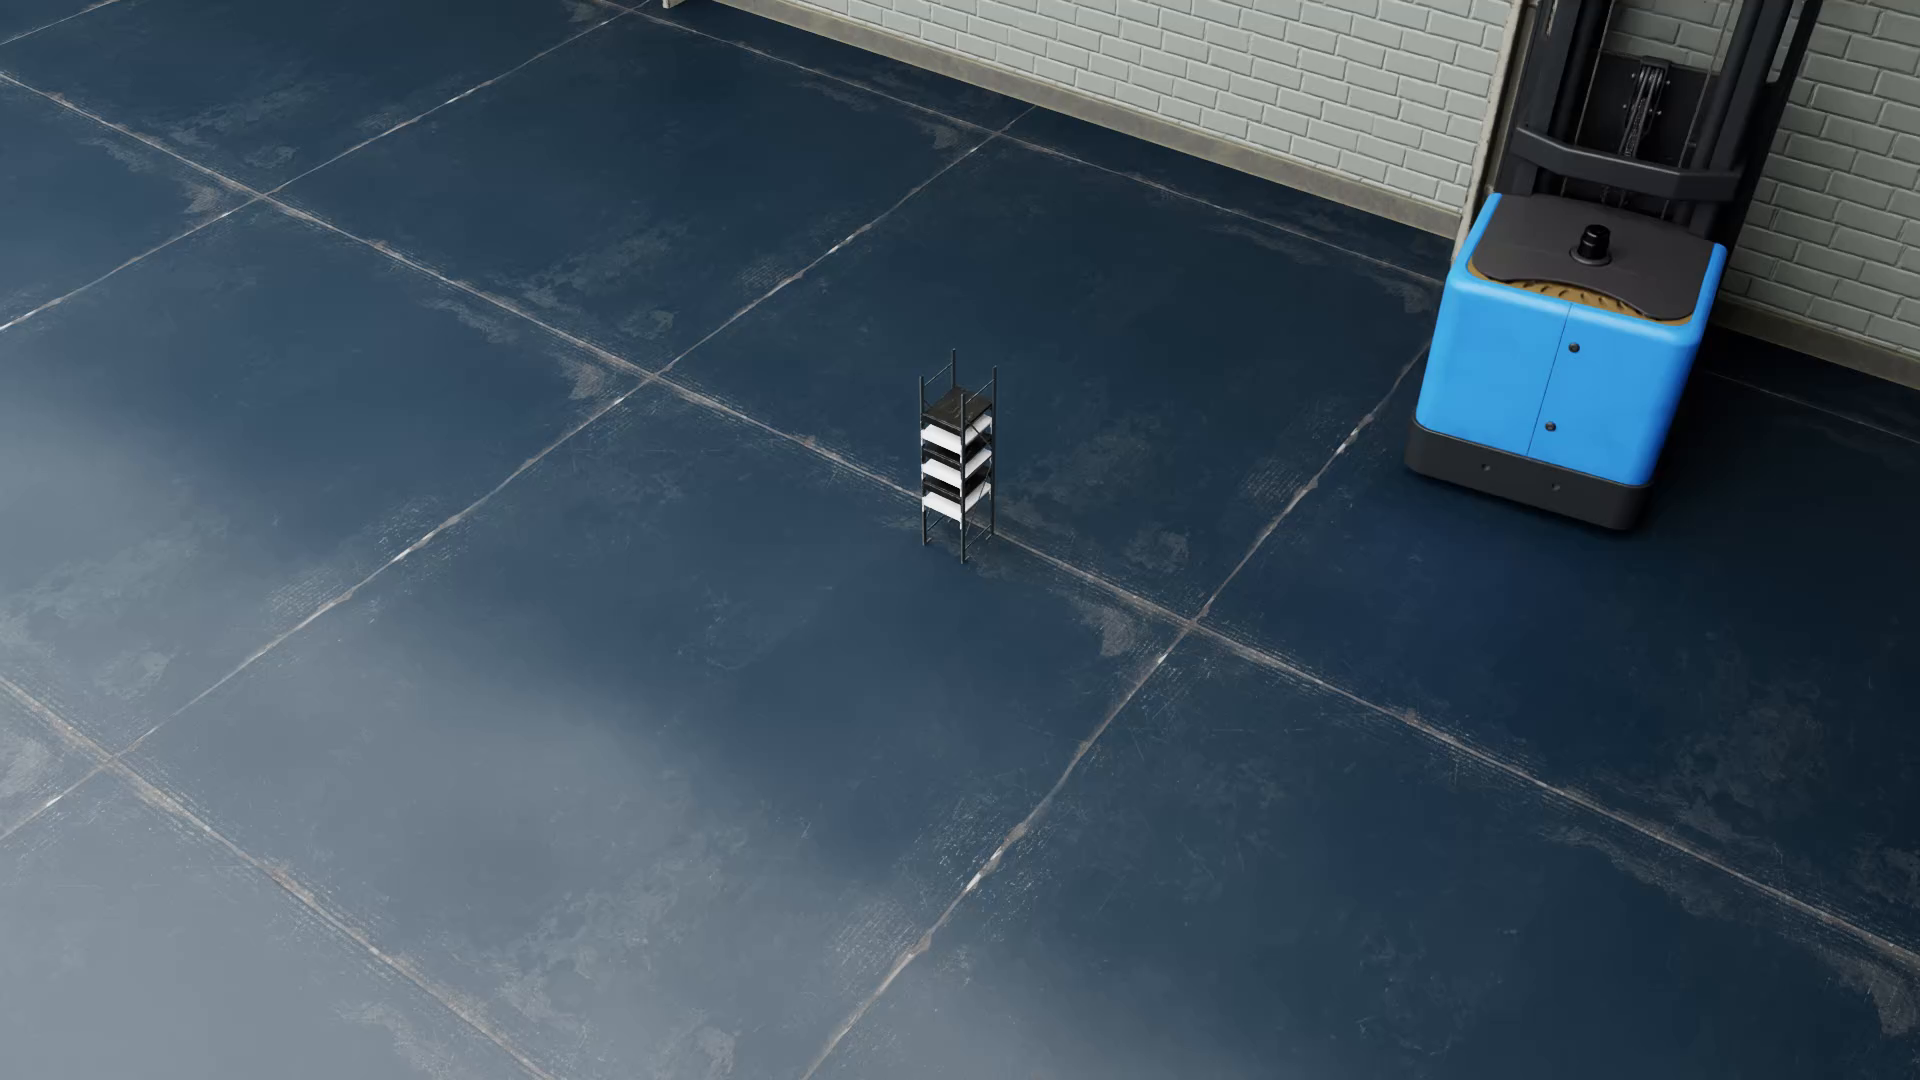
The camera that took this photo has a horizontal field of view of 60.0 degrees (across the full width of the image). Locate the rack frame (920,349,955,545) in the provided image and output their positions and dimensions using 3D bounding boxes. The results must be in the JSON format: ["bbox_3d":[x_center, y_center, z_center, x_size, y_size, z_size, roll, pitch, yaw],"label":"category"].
[{"bbox_3d":[-0.090,-0.377,6.997,0.006,0.900,0.240,25,48,25],"label":"rack frame"}]

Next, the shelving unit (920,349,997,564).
[{"bbox_3d":[-0.007,-0.338,6.953,0.210,0.900,0.258,25,48,25],"label":"shelving unit"}]

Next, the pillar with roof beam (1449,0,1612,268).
[{"bbox_3d":[0.390,-2.470,3.261,0.400,9.000,9.100,25,48,25],"label":"pillar with roof beam"}]

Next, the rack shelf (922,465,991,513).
[{"bbox_3d":[-0.007,-0.247,7.036,0.200,0.077,0.258,25,48,25],"label":"rack shelf"}]

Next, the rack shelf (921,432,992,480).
[{"bbox_3d":[-0.007,-0.381,6.916,0.200,0.077,0.258,25,48,25],"label":"rack shelf"}]

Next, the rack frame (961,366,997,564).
[{"bbox_3d":[0.077,-0.300,6.910,0.006,0.900,0.240,25,48,25],"label":"rack frame"}]

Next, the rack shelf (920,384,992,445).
[{"bbox_3d":[-0.007,-0.515,6.796,0.200,0.077,0.258,25,48,25],"label":"rack shelf"}]

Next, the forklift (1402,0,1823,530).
[{"bbox_3d":[3.121,-2.115,7.416,1.130,2.935,3.031,18,45,20],"label":"forklift"}]

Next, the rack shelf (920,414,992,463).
[{"bbox_3d":[-0.007,-0.448,6.856,0.200,0.077,0.258,25,48,25],"label":"rack shelf"}]

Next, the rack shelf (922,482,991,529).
[{"bbox_3d":[-0.007,-0.179,7.096,0.200,0.077,0.258,25,48,25],"label":"rack shelf"}]

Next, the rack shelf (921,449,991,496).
[{"bbox_3d":[-0.007,-0.314,6.976,0.200,0.077,0.258,25,48,25],"label":"rack shelf"}]
